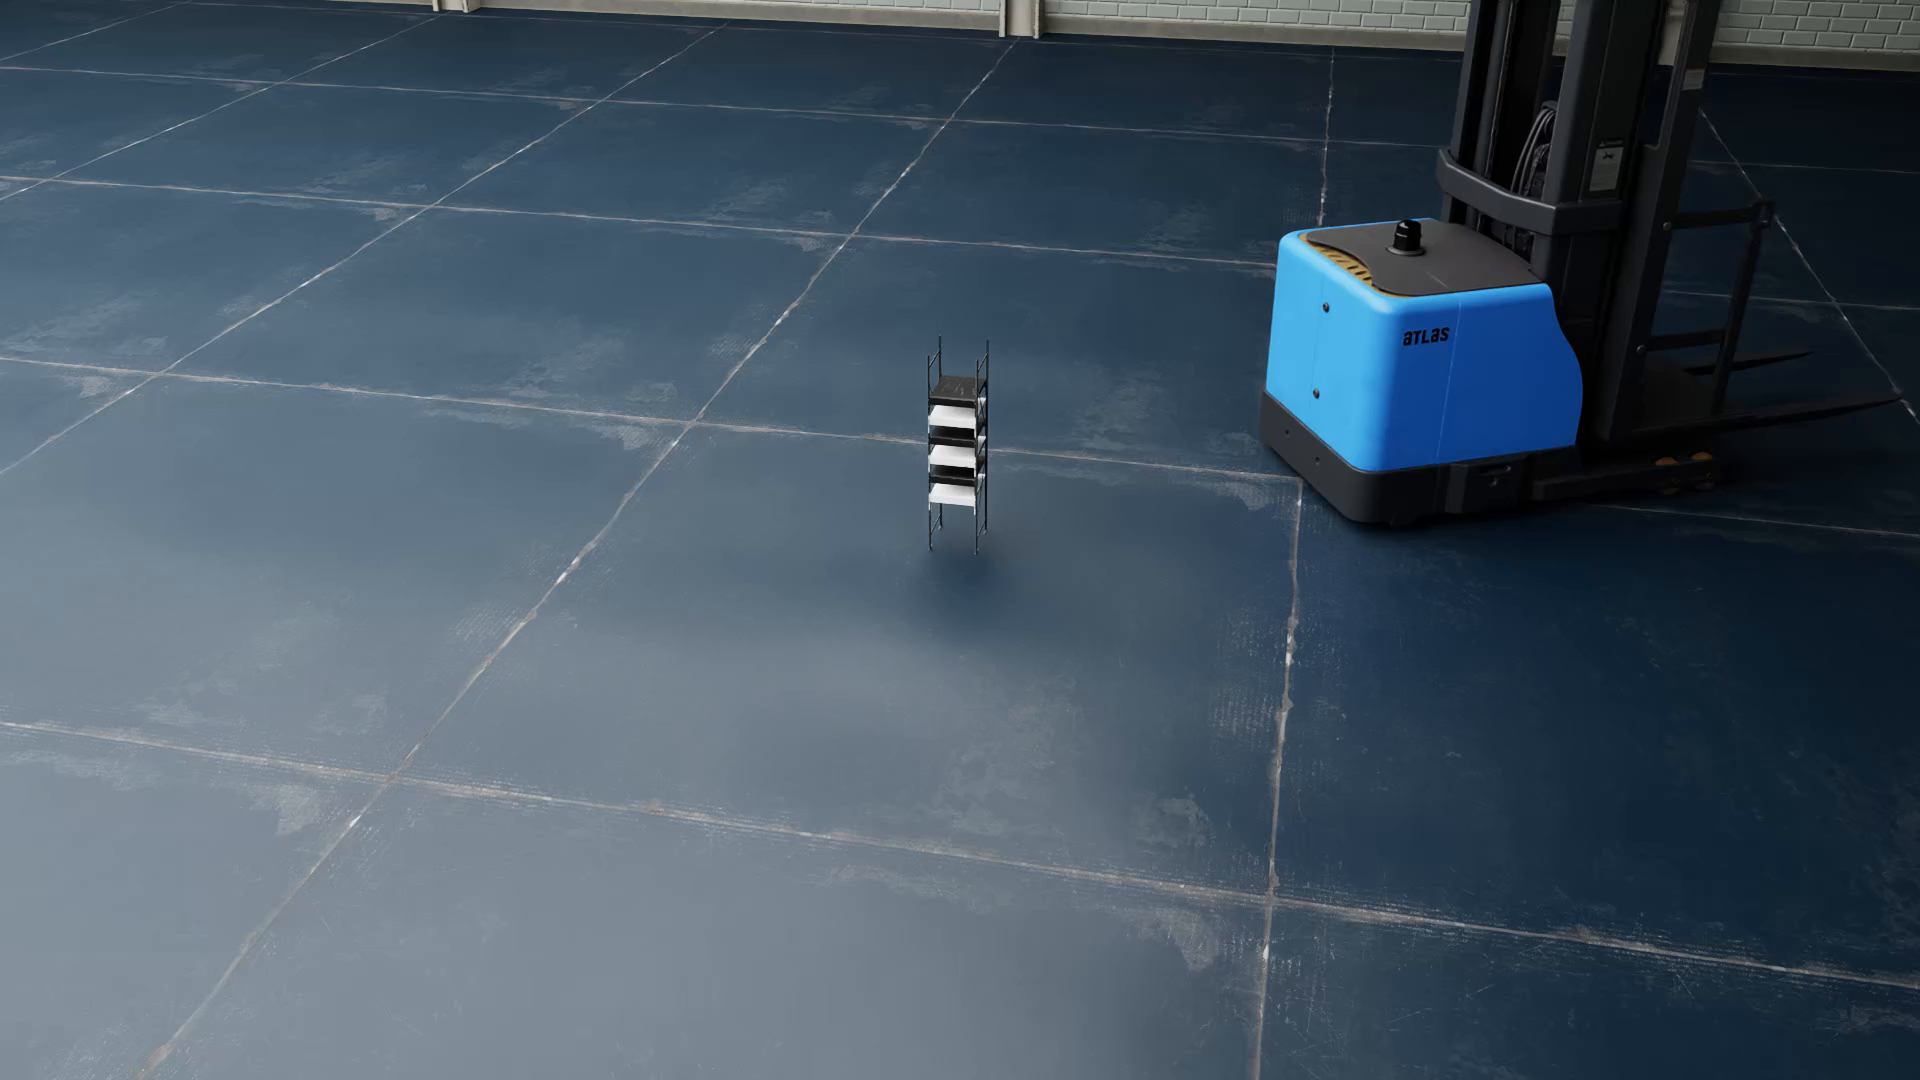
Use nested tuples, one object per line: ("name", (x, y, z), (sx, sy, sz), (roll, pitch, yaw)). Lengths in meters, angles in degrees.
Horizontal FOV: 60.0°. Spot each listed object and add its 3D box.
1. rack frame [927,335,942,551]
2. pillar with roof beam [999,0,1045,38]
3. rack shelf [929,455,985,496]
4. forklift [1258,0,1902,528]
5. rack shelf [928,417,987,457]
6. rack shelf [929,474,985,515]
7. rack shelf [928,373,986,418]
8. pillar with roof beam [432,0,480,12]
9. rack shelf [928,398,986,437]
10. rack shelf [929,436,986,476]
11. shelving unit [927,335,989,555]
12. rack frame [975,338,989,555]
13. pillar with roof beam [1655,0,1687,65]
("rack frame", (-0.107, -0.406, 7.054), (0.006, 0.900, 0.240), (6, 29, 11))
("pillar with roof beam", (-0.292, -6.889, 10.463), (0.400, 9.000, 9.100), (6, 29, 11))
("rack shelf", (-0.008, -0.287, 7.095), (0.200, 0.077, 0.258), (6, 29, 11))
("forklift", (3.017, -1.730, 7.357), (3.031, 2.935, 1.130), (-8, 30, -14))
("rack shelf", (-0.008, -0.445, 7.008), (0.200, 0.077, 0.258), (6, 29, 11))
("rack shelf", (-0.008, -0.208, 7.138), (0.200, 0.077, 0.258), (6, 29, 11))
("rack shelf", (-0.008, -0.603, 6.922), (0.200, 0.077, 0.258), (6, 29, 11))
("pillar with roof beam", (-6.160, -7.491, 11.562), (0.400, 9.000, 9.100), (6, 29, 11))
("rack shelf", (-0.008, -0.524, 6.965), (0.200, 0.077, 0.258), (6, 29, 11))
("rack shelf", (-0.008, -0.366, 7.051), (0.200, 0.077, 0.258), (6, 29, 11))
("shelving unit", (-0.008, -0.396, 7.035), (0.210, 0.900, 0.258), (6, 29, 11))
("rack frame", (0.091, -0.385, 7.017), (0.006, 0.900, 0.240), (6, 29, 11))
("pillar with roof beam", (5.575, -6.287, 9.364), (0.400, 9.000, 9.100), (6, 29, 11))
